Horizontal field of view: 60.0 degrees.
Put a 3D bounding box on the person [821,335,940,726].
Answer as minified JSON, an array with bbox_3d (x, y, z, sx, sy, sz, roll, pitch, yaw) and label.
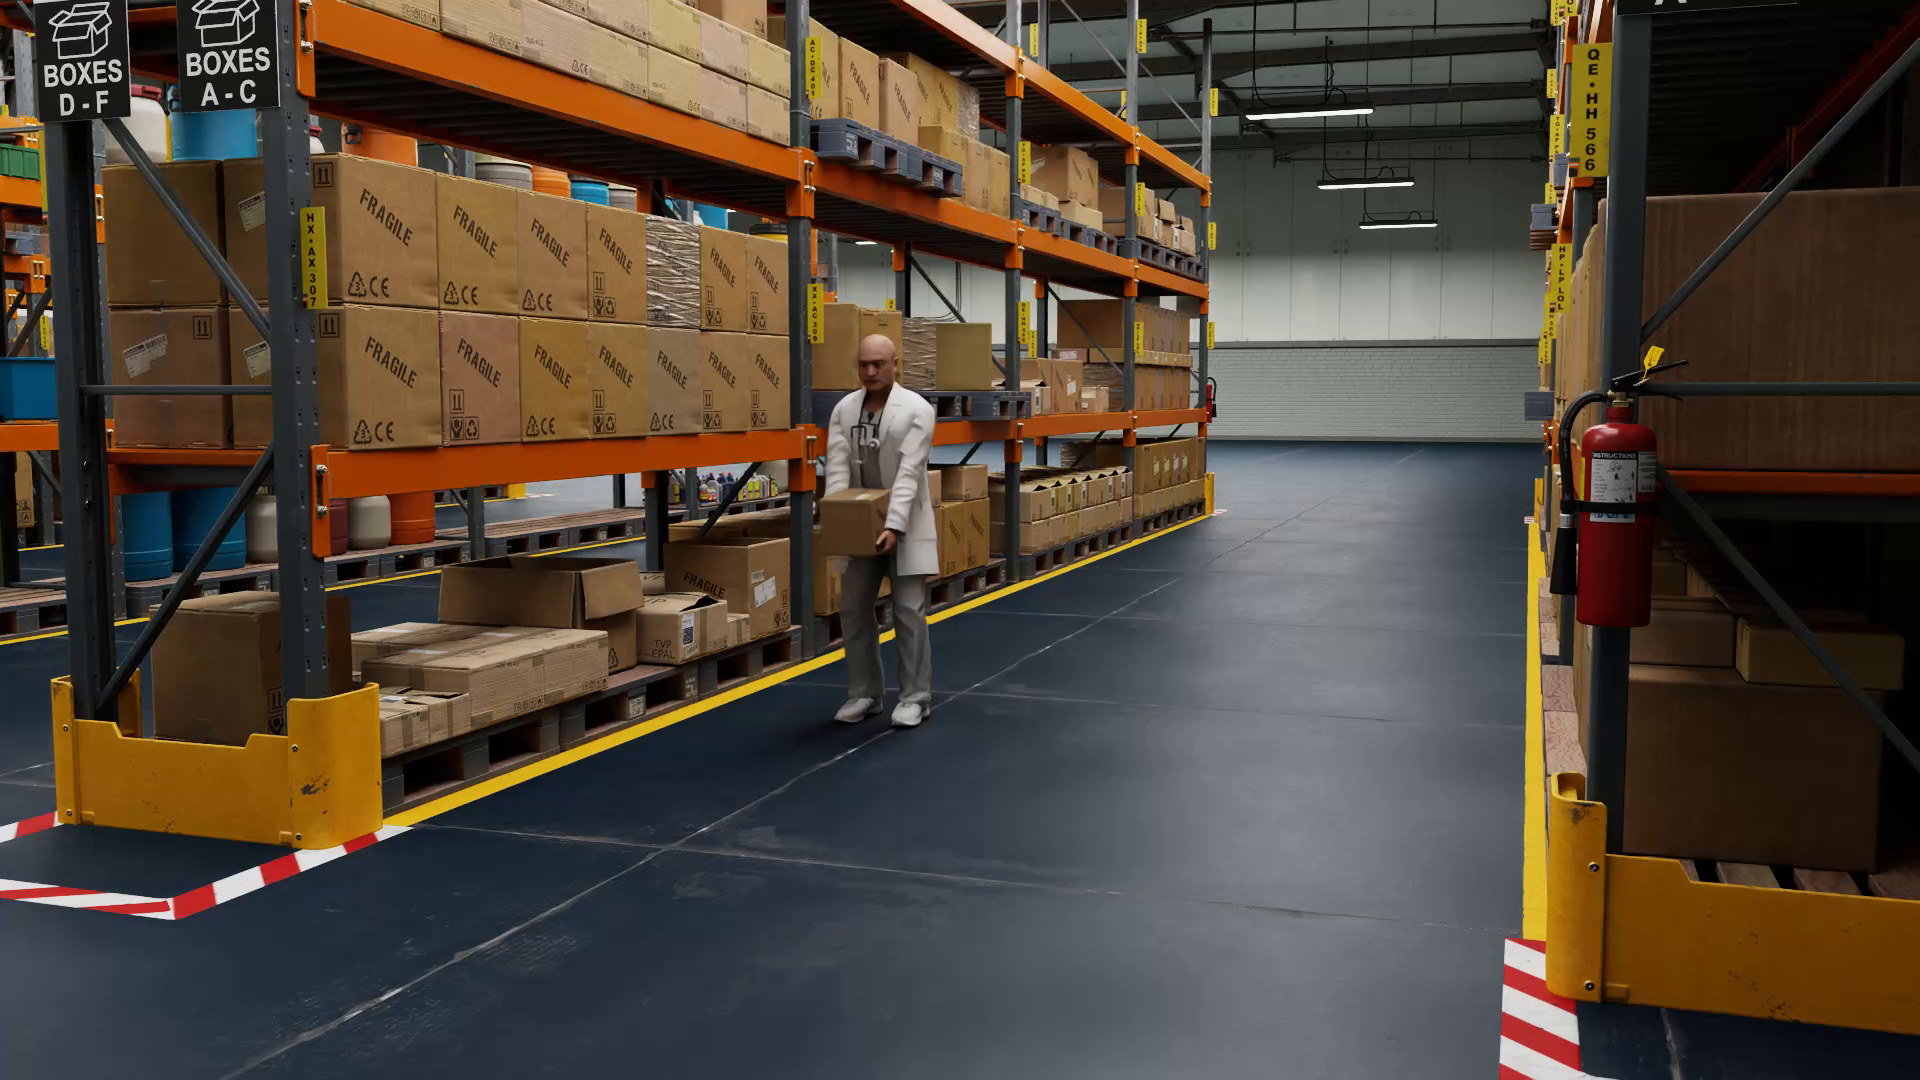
[{"bbox_3d":[-0.377,-0.038,7.497,0.531,1.760,0.592,2,5,21],"label":"person"}]
